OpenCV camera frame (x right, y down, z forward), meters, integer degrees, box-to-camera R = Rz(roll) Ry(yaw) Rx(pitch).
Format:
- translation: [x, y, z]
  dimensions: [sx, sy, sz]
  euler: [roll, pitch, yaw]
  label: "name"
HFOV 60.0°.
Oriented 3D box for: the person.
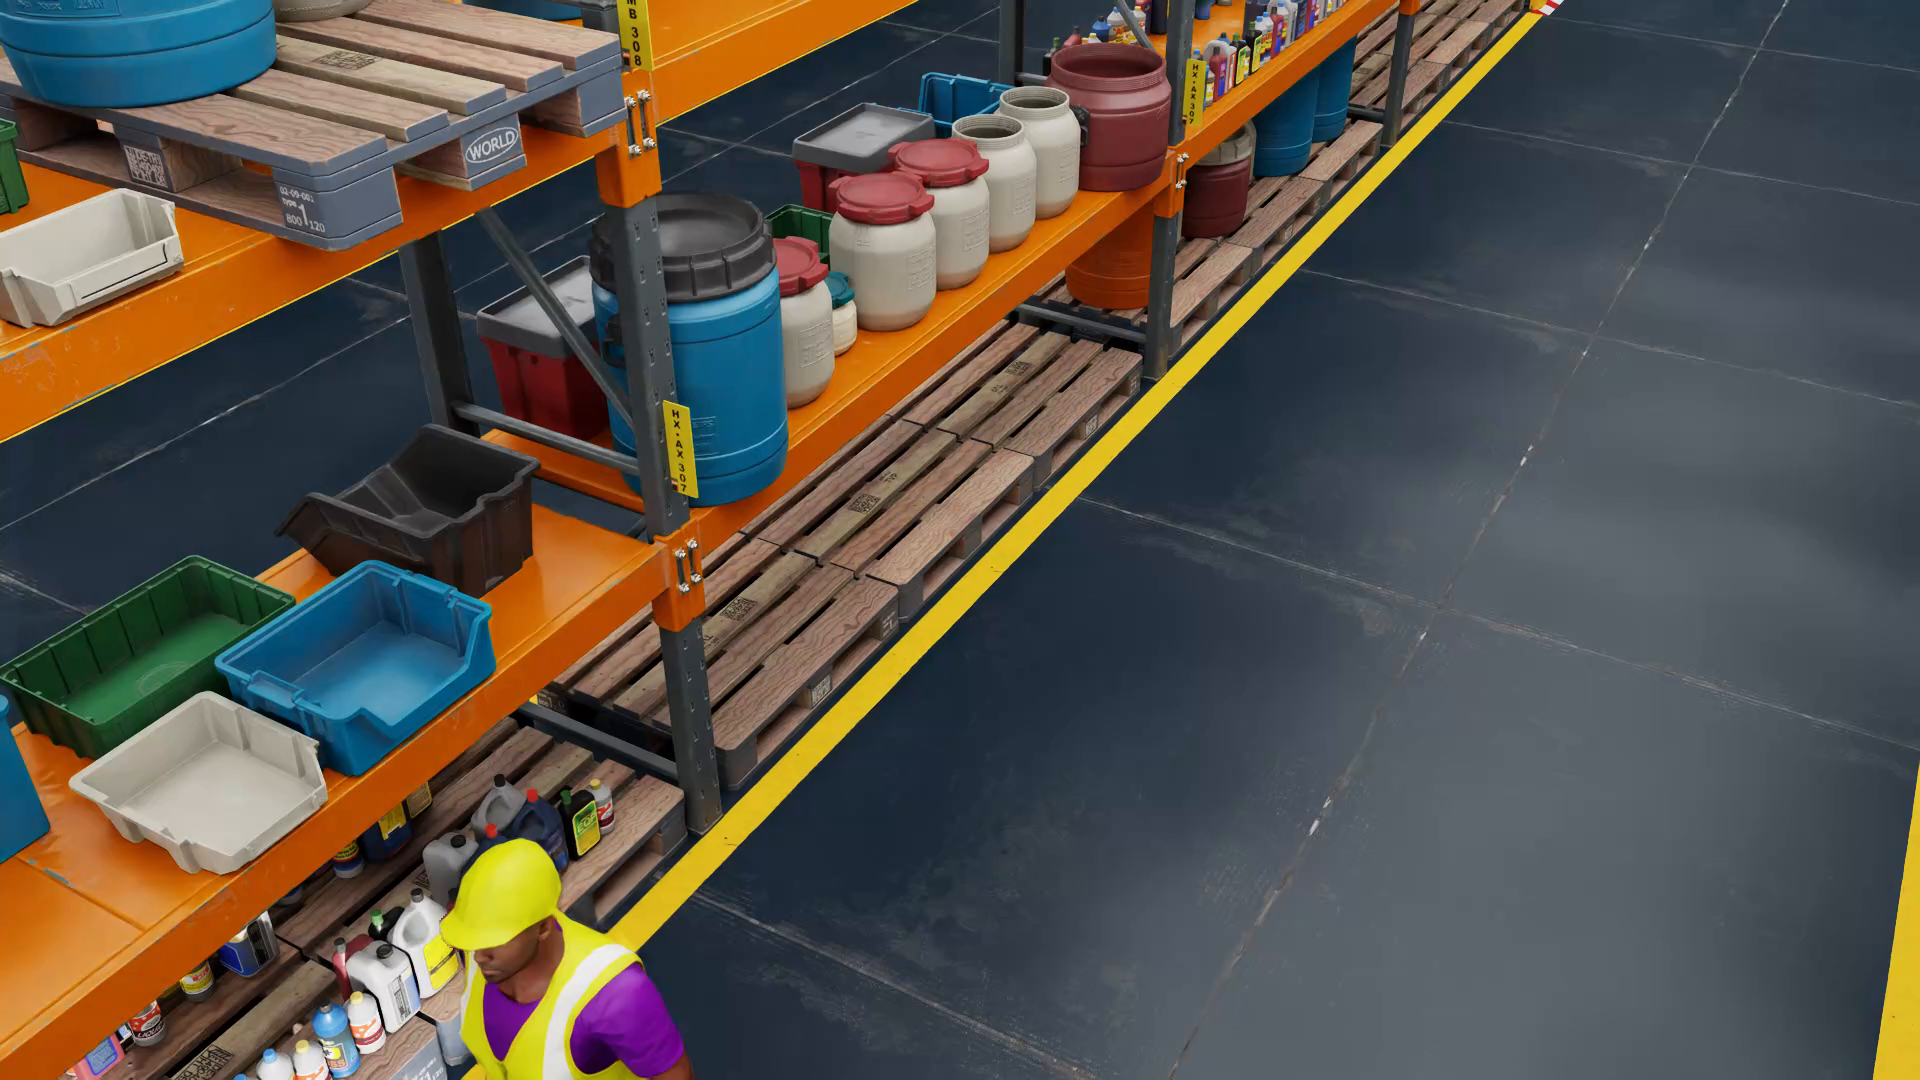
- translation: [-0.867, 1.353, 4.079]
  dimensions: [0.673, 1.757, 0.644]
  euler: [19, 38, 26]
  label: "person"
